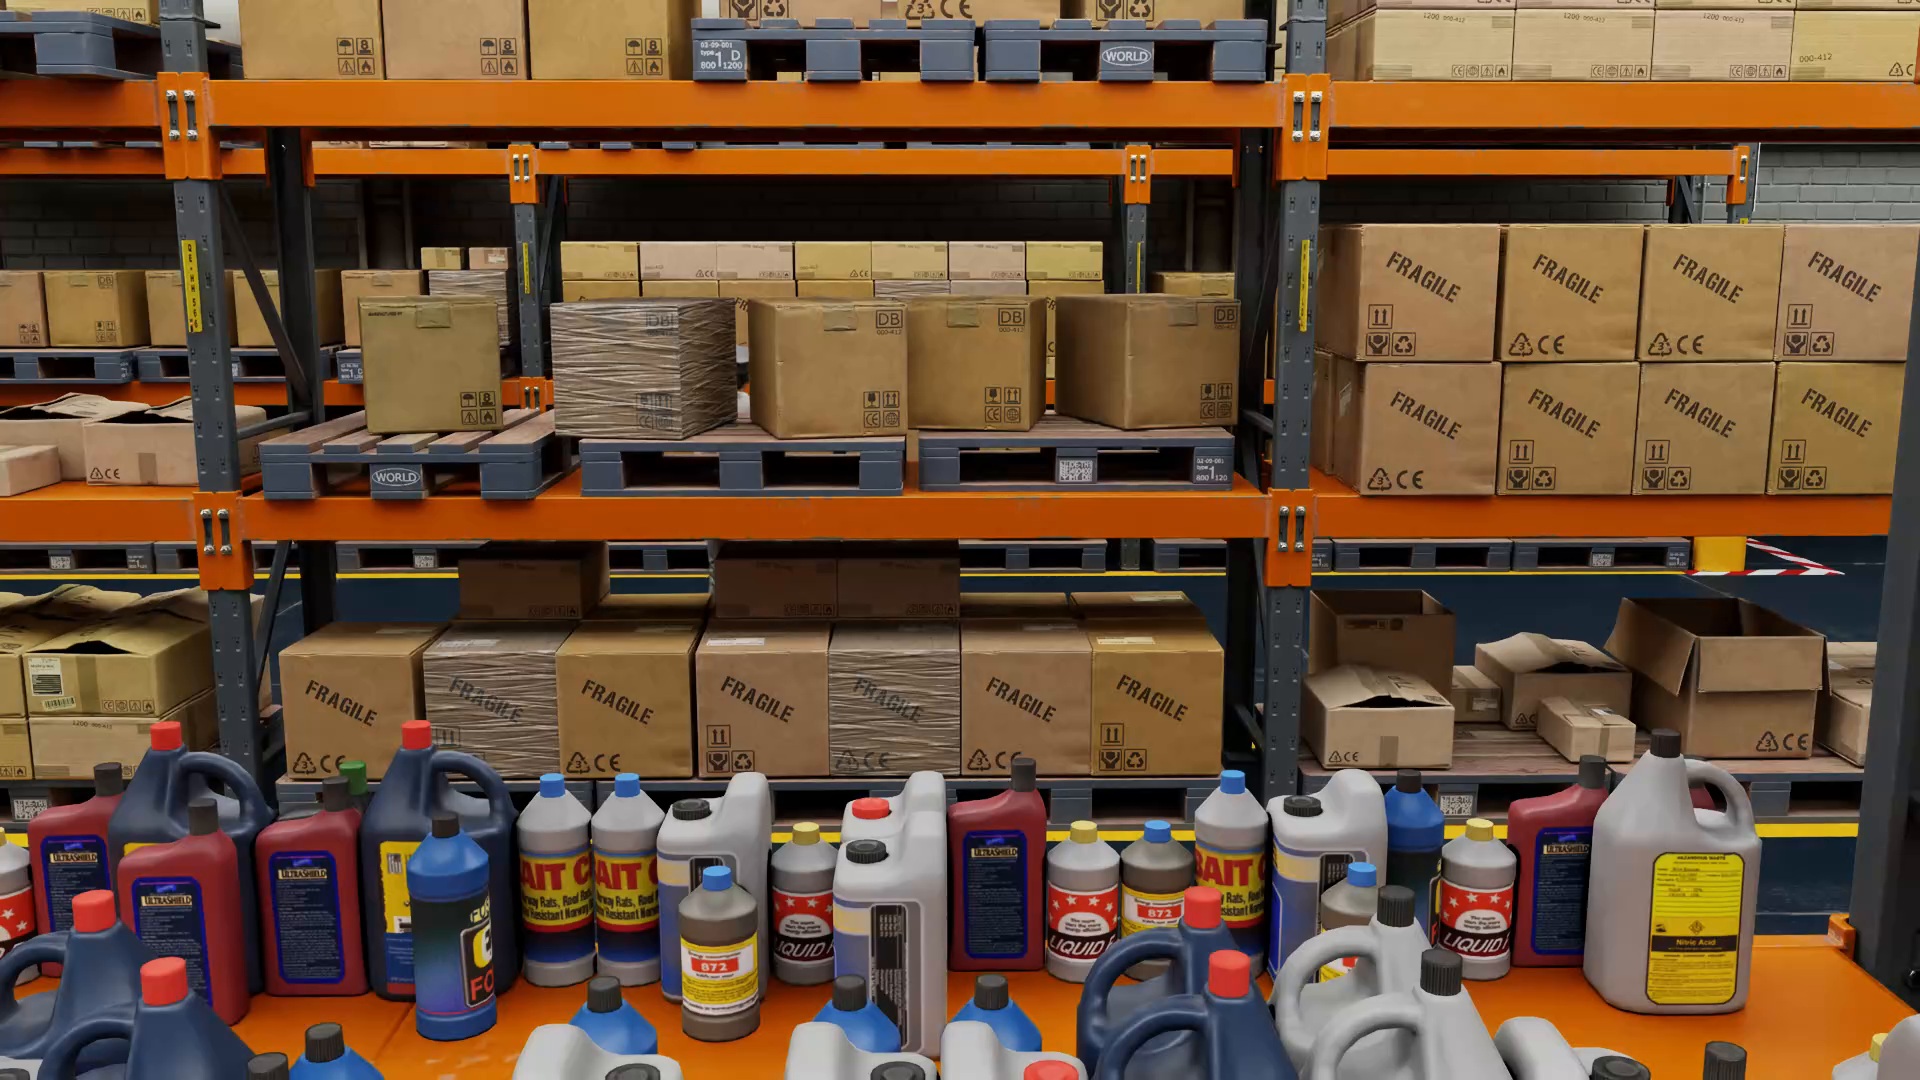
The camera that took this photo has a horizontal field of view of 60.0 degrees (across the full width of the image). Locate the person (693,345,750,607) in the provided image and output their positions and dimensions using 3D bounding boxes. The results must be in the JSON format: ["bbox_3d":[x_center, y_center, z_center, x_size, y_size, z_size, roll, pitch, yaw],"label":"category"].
[{"bbox_3d":[-1.209,-0.198,8.979,0.488,1.699,0.431,0,10,1],"label":"person"}]
